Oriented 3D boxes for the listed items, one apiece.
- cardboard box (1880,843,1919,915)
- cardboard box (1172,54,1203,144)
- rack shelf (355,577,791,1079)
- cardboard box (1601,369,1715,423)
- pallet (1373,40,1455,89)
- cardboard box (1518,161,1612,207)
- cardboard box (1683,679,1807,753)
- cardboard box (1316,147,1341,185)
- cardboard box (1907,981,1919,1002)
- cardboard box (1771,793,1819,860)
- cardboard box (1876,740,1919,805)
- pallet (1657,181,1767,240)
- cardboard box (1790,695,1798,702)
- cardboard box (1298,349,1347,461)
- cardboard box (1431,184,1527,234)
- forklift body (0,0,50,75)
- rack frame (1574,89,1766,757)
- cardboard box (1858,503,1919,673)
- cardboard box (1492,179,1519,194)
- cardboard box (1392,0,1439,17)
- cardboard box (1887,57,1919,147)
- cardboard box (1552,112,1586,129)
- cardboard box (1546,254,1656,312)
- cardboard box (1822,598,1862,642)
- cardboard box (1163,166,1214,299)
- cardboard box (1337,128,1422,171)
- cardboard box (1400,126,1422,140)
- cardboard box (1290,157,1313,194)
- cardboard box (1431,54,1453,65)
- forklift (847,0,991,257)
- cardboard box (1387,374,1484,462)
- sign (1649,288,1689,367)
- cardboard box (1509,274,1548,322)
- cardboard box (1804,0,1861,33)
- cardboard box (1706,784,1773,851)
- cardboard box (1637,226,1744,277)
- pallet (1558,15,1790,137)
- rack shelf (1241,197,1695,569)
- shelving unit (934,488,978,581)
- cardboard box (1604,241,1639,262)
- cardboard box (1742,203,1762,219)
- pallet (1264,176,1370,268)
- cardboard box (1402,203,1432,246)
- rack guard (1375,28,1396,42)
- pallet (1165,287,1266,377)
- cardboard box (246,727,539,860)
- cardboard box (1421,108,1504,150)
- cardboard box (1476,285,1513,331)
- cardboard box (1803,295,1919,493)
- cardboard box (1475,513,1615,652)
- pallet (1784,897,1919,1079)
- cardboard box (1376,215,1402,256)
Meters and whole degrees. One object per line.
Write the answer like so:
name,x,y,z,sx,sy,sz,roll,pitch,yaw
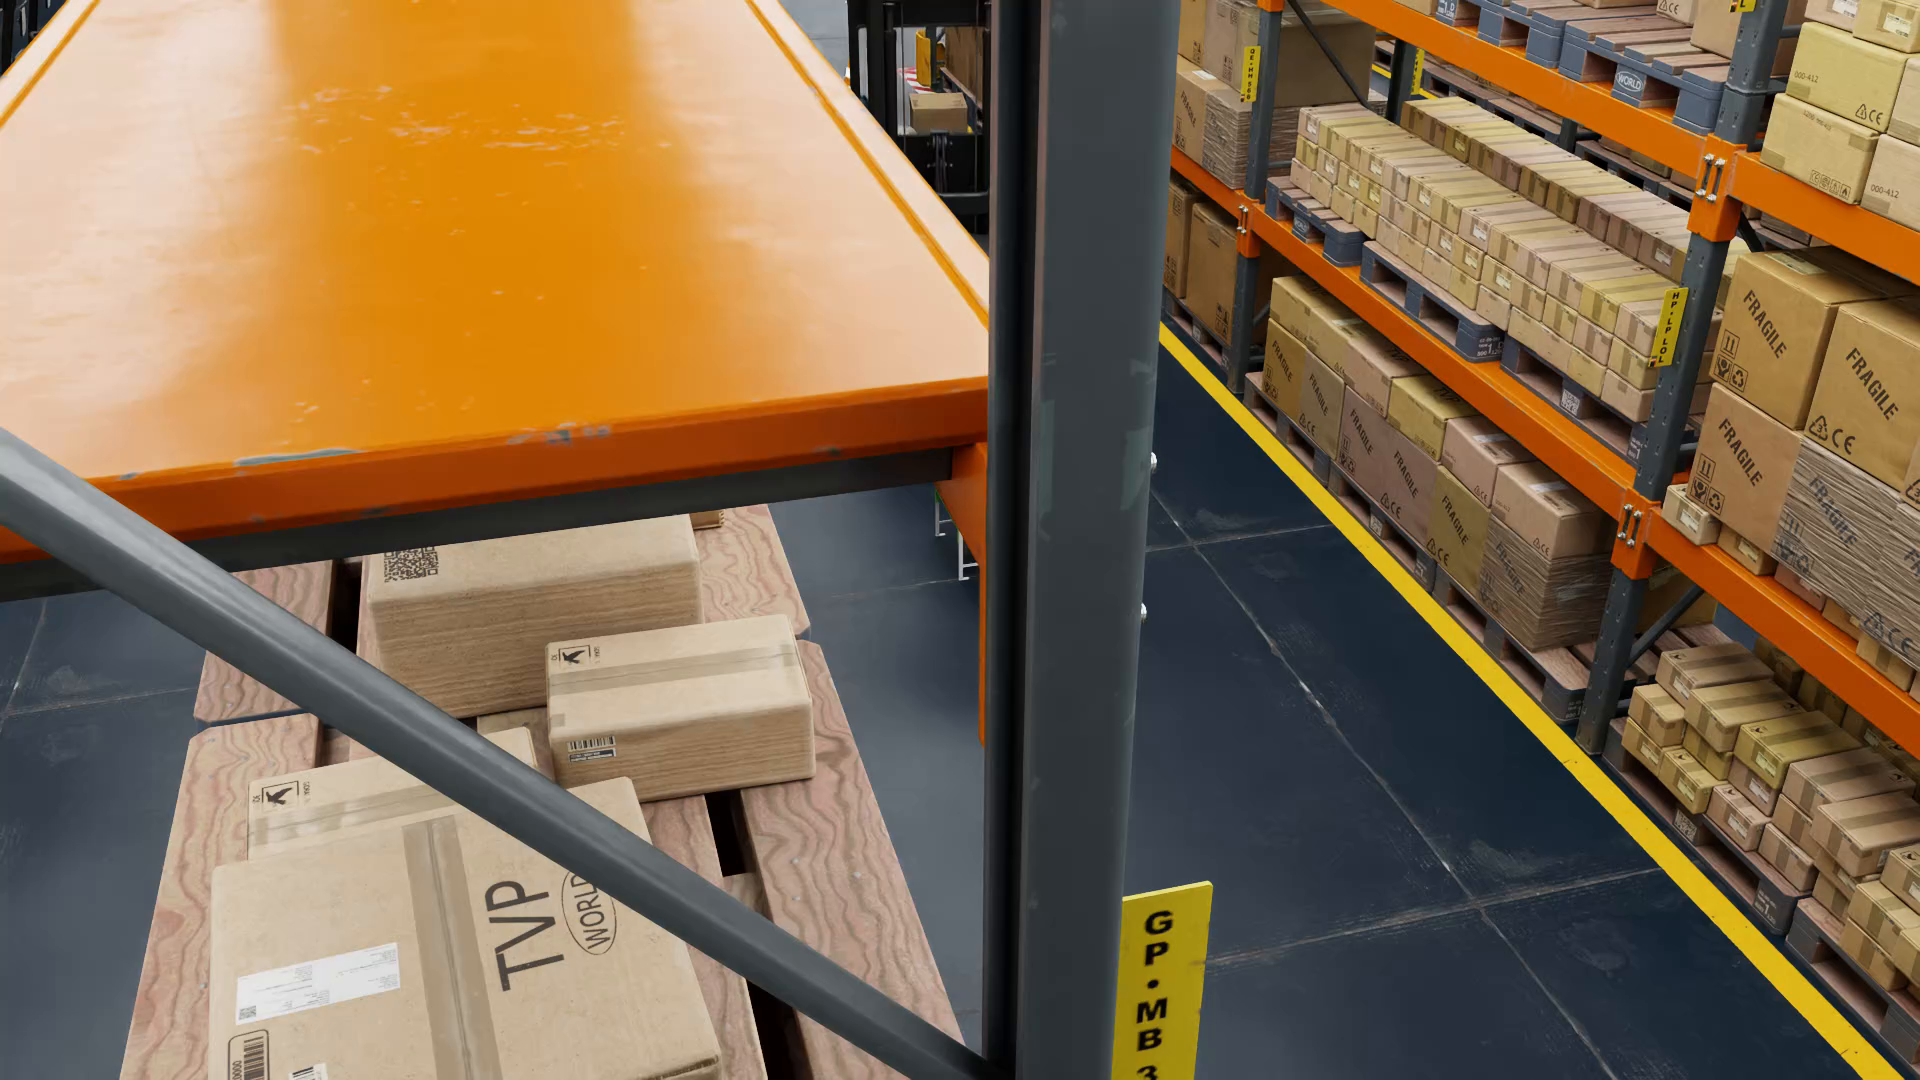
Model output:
cardboard box,3.576,1.214,5.991,0.380,0.149,0.250,-9,31,-15
cardboard box,1.618,-3.048,11.422,0.500,0.500,0.500,-8,31,-14
rack shelf,-0.893,0.277,3.500,1.077,0.370,4.000,-8,31,-13
cardboard box,3.025,-0.647,7.205,0.380,0.149,0.250,-9,31,-14
pallet,5.147,-5.174,17.979,1.003,0.211,1.213,-8,31,-13
cardboard box,3.173,-1.870,8.725,0.380,0.149,0.250,-6,31,-11
cardboard box,3.229,0.721,6.843,0.380,0.149,0.250,-6,31,-11
cardboard box,2.268,-2.151,9.507,0.380,0.149,0.250,-6,31,-11
cardboard box,3.635,1.600,5.918,0.380,0.149,0.250,-7,31,-12
cardboard box,3.431,1.086,6.509,0.380,0.149,0.250,-9,31,-16
cardboard box,3.839,0.896,6.540,0.380,0.149,0.250,-7,31,-12
pallet,6.542,-2.710,13.721,1.003,0.211,1.213,-8,31,-13
cardboard box,3.711,0.625,7.306,0.380,0.149,0.250,-7,31,-12
cardboard box,2.338,-0.822,9.753,0.500,0.500,0.500,-7,31,-13
cardboard box,2.609,-1.667,8.373,0.380,0.149,0.250,-8,31,-14
forklift body,-7.132,-3.795,13.659,2.313,2.155,1.214,-8,31,-13
rack frame,3.321,-0.409,6.962,1.000,3.000,0.127,-8,31,-13
cardboard box,3.447,0.178,5.551,0.500,0.500,0.500,-9,31,-14
cardboard box,3.104,-1.867,9.016,0.380,0.149,0.250,-8,31,-14
cardboard box,2.432,-2.889,8.154,0.500,0.500,0.500,-8,31,-13
cardboard box,3.345,-1.353,5.249,0.500,0.250,0.500,-8,31,-13
cardboard box,5.939,-4.182,15.556,0.500,0.500,0.500,-9,31,-15
cardboard box,2.888,-1.162,7.500,0.380,0.149,0.250,-9,31,-15
cardboard box,3.409,0.249,6.076,0.380,0.149,0.250,-9,31,-15
cardboard box,1.949,-2.276,12.015,1.050,0.750,0.750,-7,31,-13
cardboard box,2.330,-2.174,9.249,0.380,0.149,0.250,-8,31,-14
cardboard box,2.830,-2.364,9.875,0.380,0.149,0.250,-7,31,-12
cardboard box,2.184,-2.171,9.837,0.380,0.149,0.250,-8,31,-14
cardboard box,5.286,-5.327,17.535,0.500,0.500,0.500,0,30,0
forklift,-0.152,-2.552,10.733,1.130,2.935,3.031,-2,30,-3
cardboard box,2.602,-0.663,8.728,0.500,0.250,0.500,-9,31,-15
sign,2.787,-0.834,6.541,0.100,0.325,0.005,-8,31,-13
cardboard box,2.814,-1.155,7.786,0.380,0.149,0.250,-9,31,-15
cardboard box,3.165,-1.858,5.724,0.380,0.149,0.250,-8,31,-14
cardboard box,3.295,1.104,6.775,0.380,0.149,0.250,-8,31,-14
cardboard box,3.451,-1.369,7.859,0.380,0.149,0.250,-8,31,-14
pallet,3.260,-1.938,6.797,1.213,0.211,1.003,-8,31,-13
rack shelf,2.791,-1.063,8.811,1.077,0.370,4.000,-8,31,-13
shelving unit,0.044,-0.439,8.811,0.258,1.200,0.503,-8,31,-13
cardboard box,3.377,-1.367,8.152,0.380,0.149,0.250,-7,31,-11
cardboard box,6.555,-2.920,13.356,0.700,0.500,0.500,-5,30,-9
pallet,2.552,-1.927,9.777,1.213,0.211,1.003,-8,31,-13
cardboard box,2.538,-1.660,8.659,0.380,0.149,0.250,-8,31,-14
rack guard,4.965,-5.696,18.593,1.175,0.500,0.348,-8,31,-13
pallet,2.123,-1.524,11.673,1.003,0.211,1.213,-8,31,-13
cardboard box,-0.757,0.419,2.270,0.380,0.149,0.250,-10,32,-17
cardboard box,2.896,-2.374,9.594,0.380,0.149,0.250,-8,31,-14
cardboard box,2.746,-1.148,8.070,0.380,0.149,0.250,-9,31,-15
cardboard box,3.358,-0.515,5.750,0.500,0.500,0.500,-9,31,-15
cardboard box,2.882,0.168,8.042,0.500,0.500,0.500,-8,31,-14
pallet,3.861,1.708,6.088,1.003,0.211,1.213,-8,31,-13
cardboard box,2.473,-1.652,8.942,0.380,0.149,0.250,-7,31,-12
